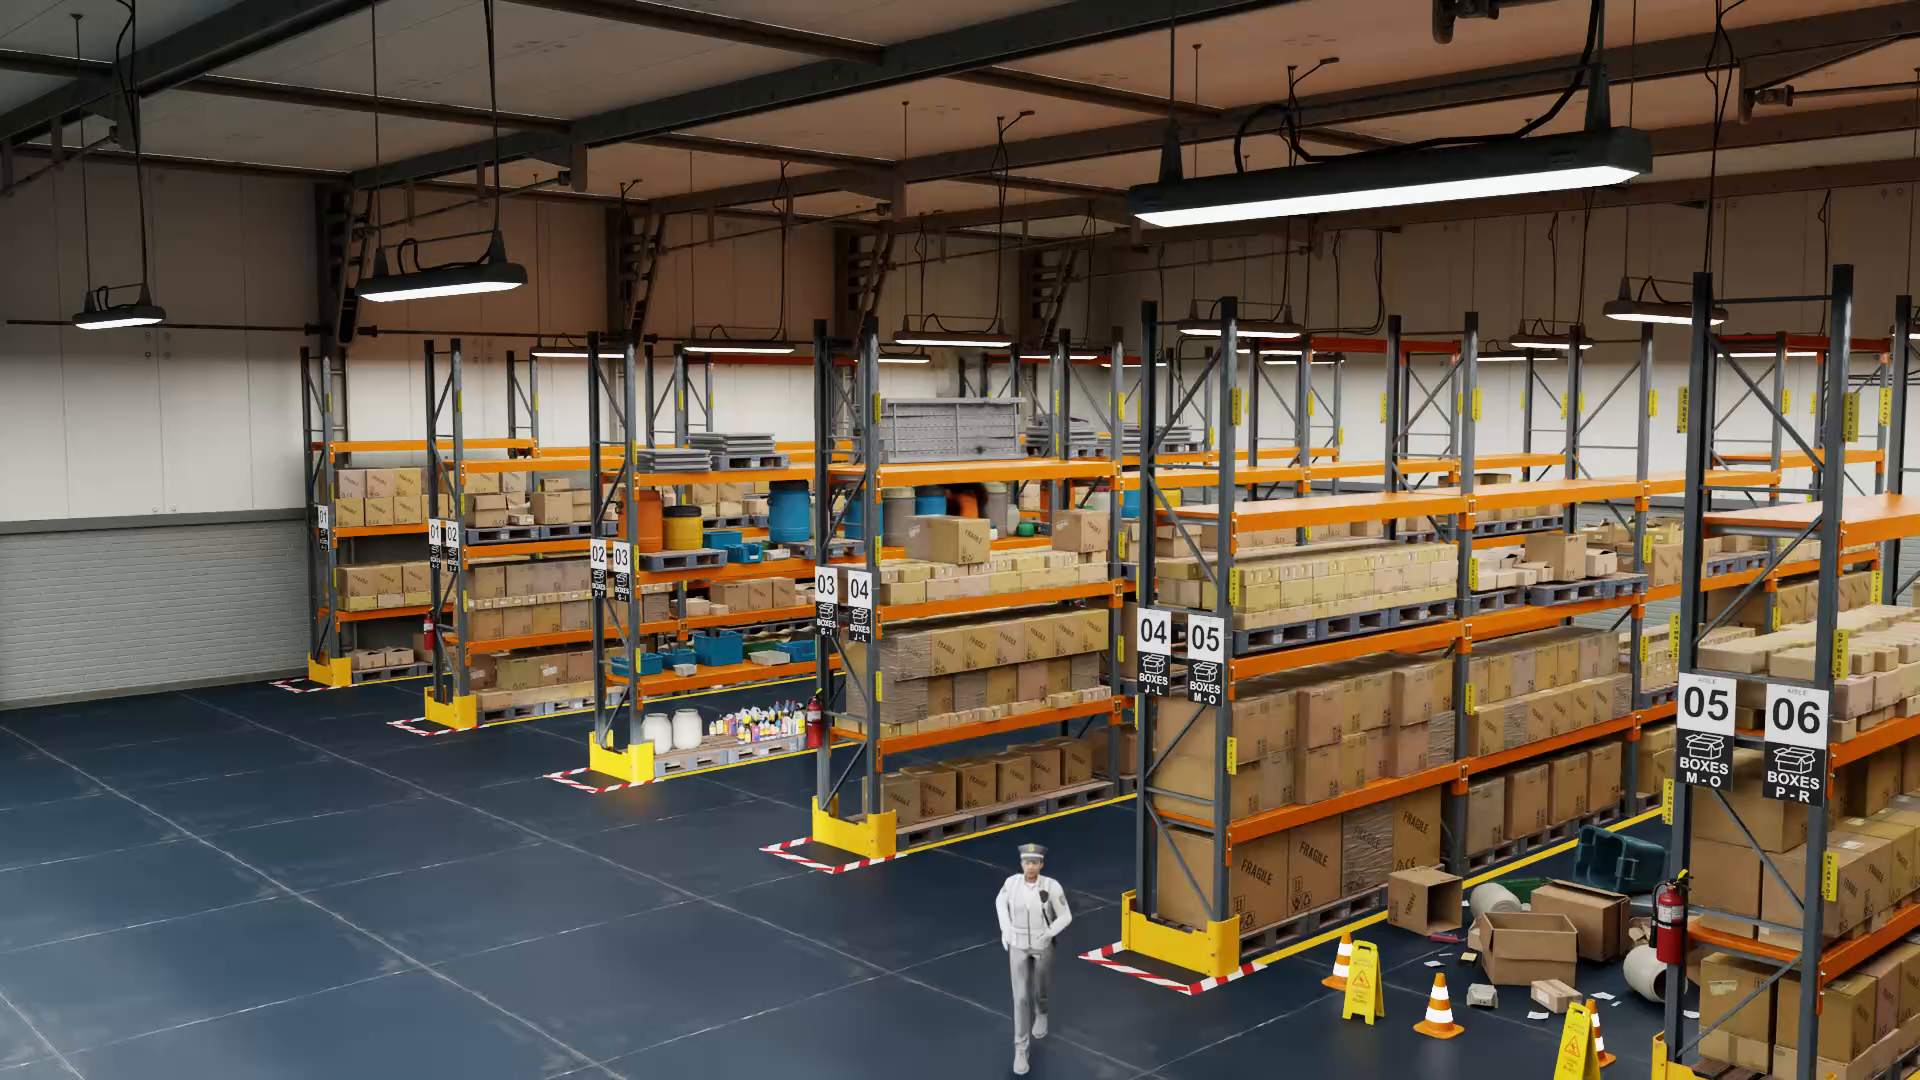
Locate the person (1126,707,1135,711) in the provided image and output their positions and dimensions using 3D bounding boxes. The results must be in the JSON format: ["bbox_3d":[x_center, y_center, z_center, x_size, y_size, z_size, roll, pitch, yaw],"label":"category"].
[{"bbox_3d":[2.763,1.752,25.770,0.579,1.729,0.852,3,6,33],"label":"person"}]

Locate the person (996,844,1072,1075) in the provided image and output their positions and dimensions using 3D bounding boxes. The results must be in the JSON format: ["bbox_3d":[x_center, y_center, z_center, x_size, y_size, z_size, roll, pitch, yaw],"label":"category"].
[{"bbox_3d":[0.563,3.168,12.929,0.616,1.697,0.897,1,5,9],"label":"person"}]
